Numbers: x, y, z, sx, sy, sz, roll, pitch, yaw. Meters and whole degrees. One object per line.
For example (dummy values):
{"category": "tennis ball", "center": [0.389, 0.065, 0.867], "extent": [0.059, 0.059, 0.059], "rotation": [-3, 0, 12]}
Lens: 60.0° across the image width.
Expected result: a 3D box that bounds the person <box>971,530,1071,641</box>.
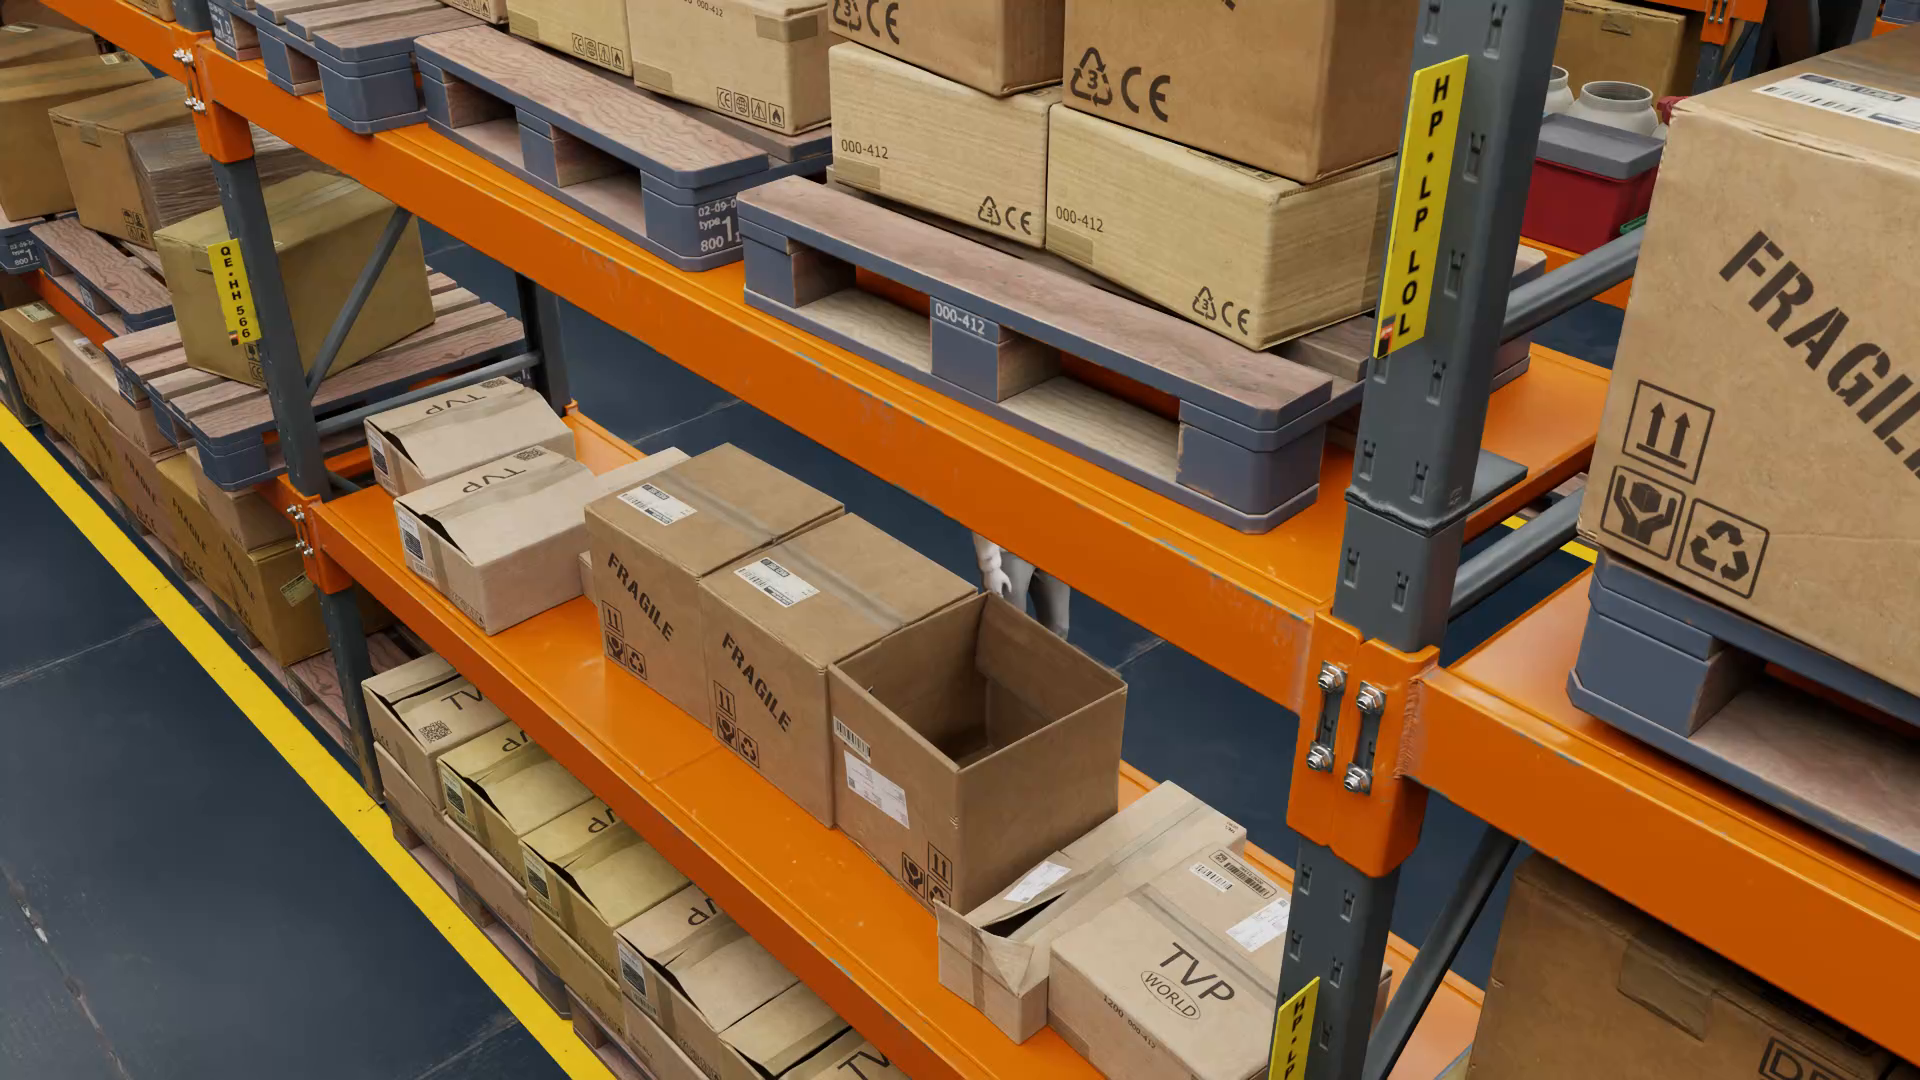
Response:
{"category": "person", "center": [0.265, 0.033, 6.080], "extent": [0.522, 1.663, 0.413], "rotation": [-28, 41, -37]}
